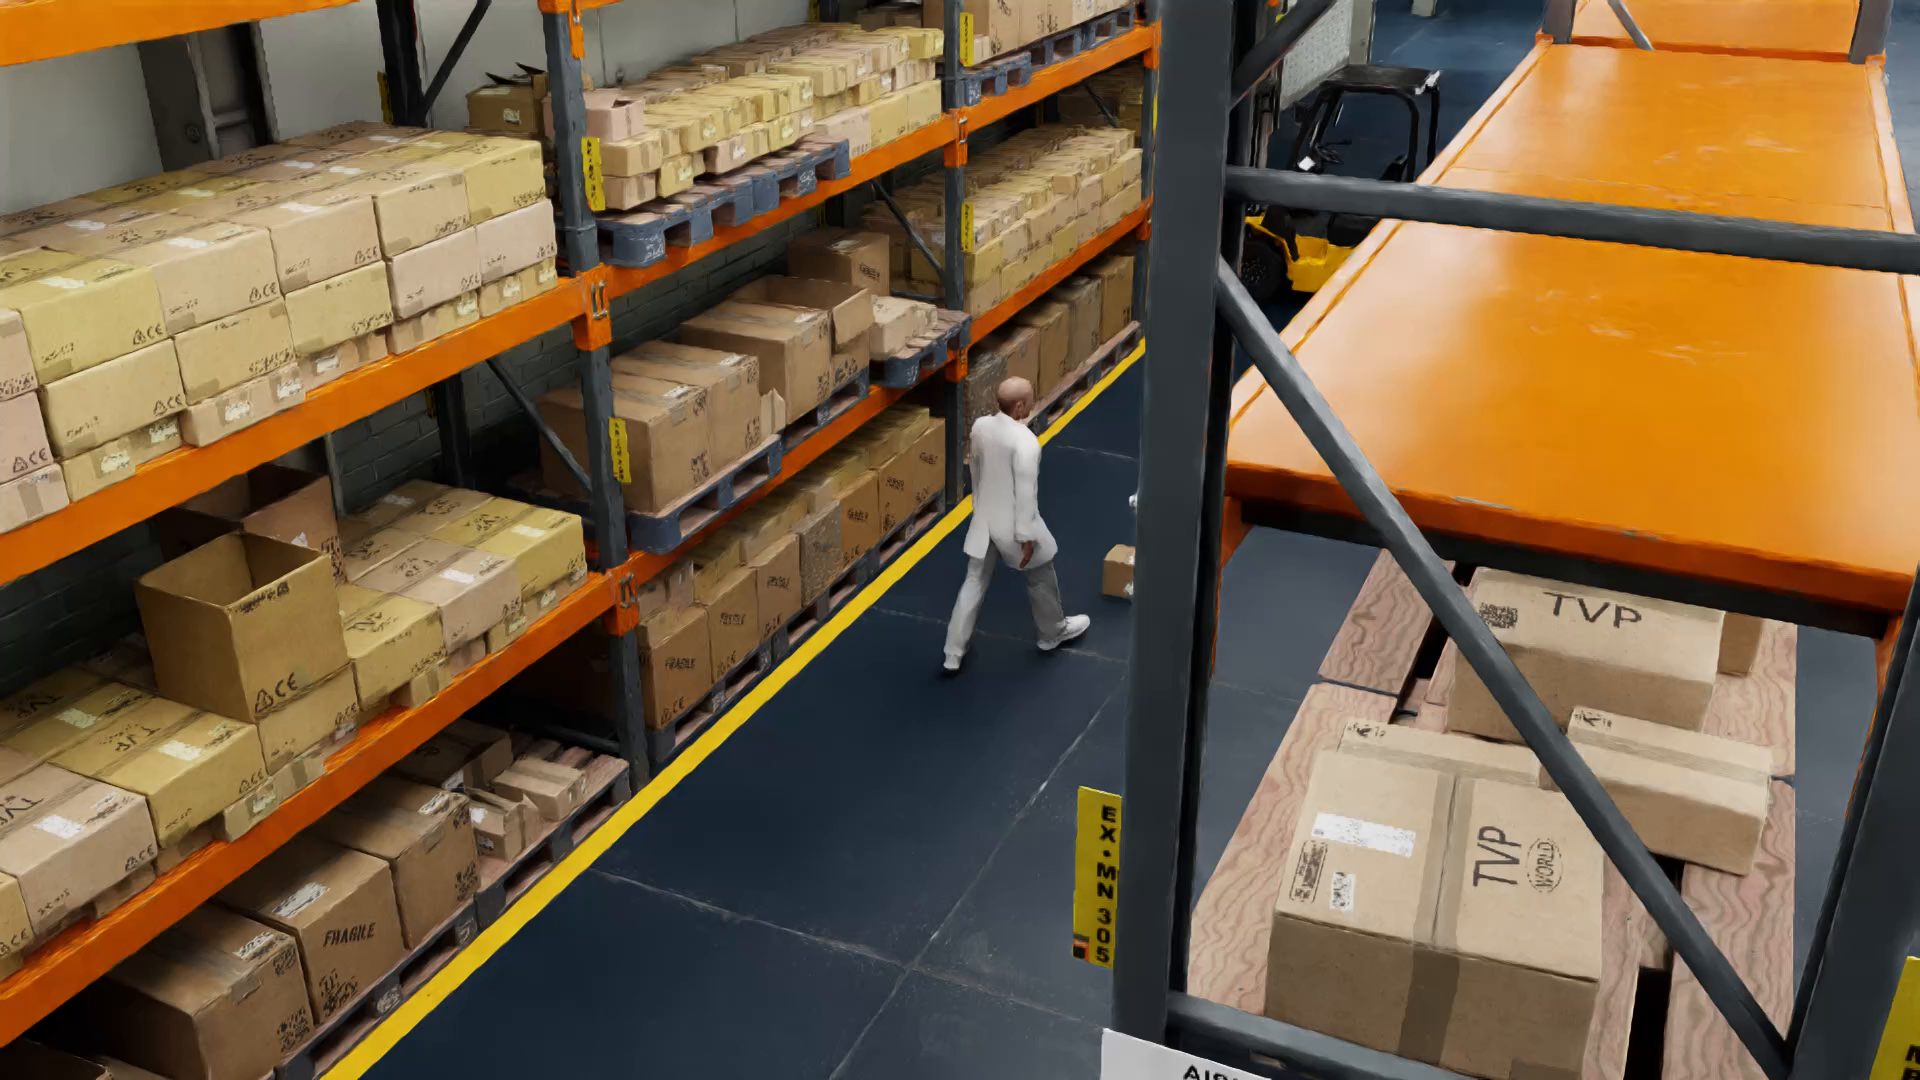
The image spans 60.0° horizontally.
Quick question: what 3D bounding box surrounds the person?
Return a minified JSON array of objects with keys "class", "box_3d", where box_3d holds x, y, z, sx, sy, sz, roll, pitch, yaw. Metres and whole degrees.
[{"class":"person","box_3d":[0.289,-0.121,9.729,1.005,1.748,0.627,-23,34,-38]}]
